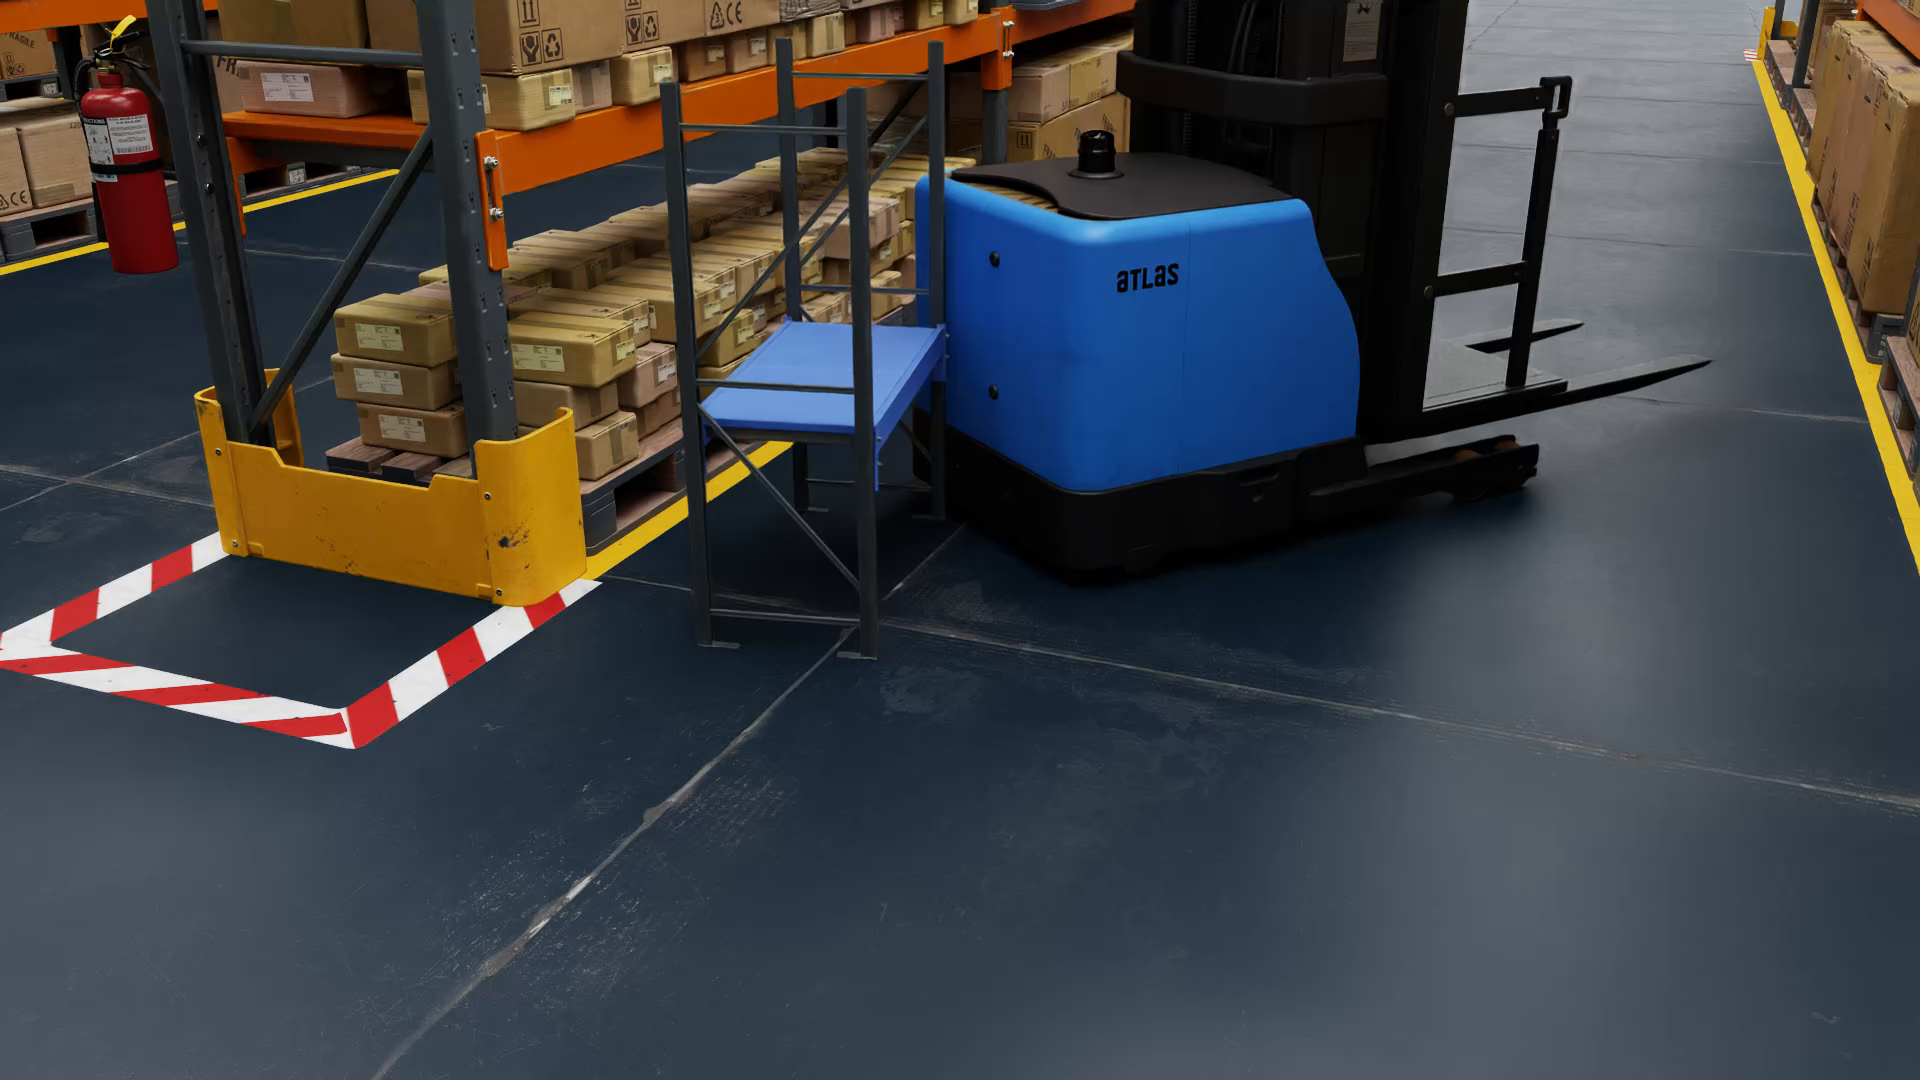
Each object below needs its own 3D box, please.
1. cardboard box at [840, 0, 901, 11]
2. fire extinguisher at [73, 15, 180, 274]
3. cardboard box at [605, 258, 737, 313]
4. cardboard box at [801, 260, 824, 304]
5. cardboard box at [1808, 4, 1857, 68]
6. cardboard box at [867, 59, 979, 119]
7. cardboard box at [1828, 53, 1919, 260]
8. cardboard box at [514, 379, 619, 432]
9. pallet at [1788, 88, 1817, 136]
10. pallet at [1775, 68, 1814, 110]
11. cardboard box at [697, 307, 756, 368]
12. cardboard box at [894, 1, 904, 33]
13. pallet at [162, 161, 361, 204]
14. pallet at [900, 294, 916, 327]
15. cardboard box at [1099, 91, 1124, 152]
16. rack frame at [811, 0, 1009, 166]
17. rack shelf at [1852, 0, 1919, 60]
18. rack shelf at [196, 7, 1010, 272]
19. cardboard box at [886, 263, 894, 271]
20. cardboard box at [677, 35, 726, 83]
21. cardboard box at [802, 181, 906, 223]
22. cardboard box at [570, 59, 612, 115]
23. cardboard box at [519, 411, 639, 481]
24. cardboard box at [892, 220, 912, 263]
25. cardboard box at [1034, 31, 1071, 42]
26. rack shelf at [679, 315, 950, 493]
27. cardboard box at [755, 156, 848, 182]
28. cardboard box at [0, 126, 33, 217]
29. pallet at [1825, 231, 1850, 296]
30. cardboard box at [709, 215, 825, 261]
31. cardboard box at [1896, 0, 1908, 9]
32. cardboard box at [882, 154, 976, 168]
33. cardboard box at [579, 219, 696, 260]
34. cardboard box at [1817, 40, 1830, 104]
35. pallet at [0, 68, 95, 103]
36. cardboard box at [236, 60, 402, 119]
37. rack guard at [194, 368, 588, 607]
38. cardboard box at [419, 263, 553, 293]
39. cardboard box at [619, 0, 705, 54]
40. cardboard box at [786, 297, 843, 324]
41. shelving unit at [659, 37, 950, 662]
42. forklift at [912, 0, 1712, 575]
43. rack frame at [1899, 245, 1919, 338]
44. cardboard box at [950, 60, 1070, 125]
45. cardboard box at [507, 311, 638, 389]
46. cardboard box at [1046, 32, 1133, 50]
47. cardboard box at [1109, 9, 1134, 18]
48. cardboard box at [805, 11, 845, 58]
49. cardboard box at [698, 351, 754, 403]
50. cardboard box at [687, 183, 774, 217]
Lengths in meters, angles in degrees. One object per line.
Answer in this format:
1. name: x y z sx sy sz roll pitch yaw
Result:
1. cardboard box: -0.554 -2.338 6.440 0.500 0.500 0.500 9 24 20
2. fire extinguisher: -2.264 -1.068 4.500 0.296 0.674 0.183 9 24 20
3. cardboard box: -1.014 -0.880 5.848 0.380 0.149 0.250 8 24 17
4. cardboard box: -0.768 -1.040 6.616 0.380 0.149 0.250 10 25 23
5. cardboard box: 7.832 -4.466 14.747 0.500 0.500 0.500 7 24 15
6. cardboard box: -0.215 -2.421 8.879 0.500 0.250 0.500 8 24 19
7. cardboard box: 4.861 -1.751 7.761 1.225 0.875 0.875 8 24 18
8. cardboard box: -1.309 -0.467 5.243 0.380 0.149 0.250 10 25 22
9. pallet: 6.995 -3.283 12.835 1.003 0.211 1.213 9 24 20
10. pallet: 7.499 -3.807 14.090 1.003 0.211 1.213 9 24 20
11. cardboard box: -0.950 -0.733 5.881 0.380 0.149 0.250 10 25 22
12. cardboard box: -0.454 -2.203 6.958 0.380 0.149 0.250 8 24 19
13. pallet: -4.673 -2.404 10.733 1.003 0.211 1.213 9 24 20
14. pallet: -0.473 -1.200 7.848 1.003 0.211 1.213 9 24 20
15. cardboard box: 0.641 -2.378 9.748 0.500 0.500 0.500 9 24 21
16. rack frame: -0.256 -2.732 7.898 1.000 3.000 0.127 9 24 20
17. rack shelf: 5.054 -2.369 7.964 1.077 0.370 4.000 9 24 20
18. rack shelf: -0.999 -1.684 6.323 1.077 0.370 4.000 9 24 20
19. cardboard box: -0.509 -1.159 7.287 0.380 0.149 0.250 8 24 19
20. cardboard box: -1.019 -1.645 5.622 0.380 0.149 0.250 9 24 20
21. cardboard box: -0.460 -1.451 7.214 0.380 0.149 0.250 10 25 22
22. cardboard box: -1.261 -1.350 4.917 0.380 0.149 0.250 10 25 22
23. cardboard box: -1.250 -0.320 5.279 0.380 0.149 0.250 9 24 21
24. cardboard box: -0.435 -1.316 7.278 0.380 0.149 0.250 9 24 21
25. cardboard box: 0.364 -2.981 10.220 0.500 0.250 0.500 9 24 20
26. rack shelf: -0.382 -0.414 4.761 0.538 0.185 1.000 4 23 9
27. cardboard box: -0.734 -1.701 7.812 0.380 0.149 0.250 10 25 23
28. cardboard box: -5.555 -1.886 8.653 0.875 0.438 0.875 8 24 18
29. pallet: 4.979 -1.424 8.385 1.003 0.211 1.213 9 24 20
30. cardboard box: -0.757 -1.169 6.540 0.380 0.149 0.250 9 24 20
31. cardboard box: 4.800 -2.781 7.886 0.500 0.500 0.500 9 24 20
32. cardboard box: -0.147 -1.720 7.858 0.380 0.149 0.250 9 24 22
33. cardboard box: -1.252 -1.138 6.464 0.380 0.149 0.250 8 24 18
34. cardboard box: 6.633 -3.313 11.962 0.700 0.500 0.500 7 24 15
35. pallet: -8.326 -3.996 14.544 1.003 0.211 1.213 9 24 20
36. cardboard box: -1.884 -1.342 4.896 0.380 0.149 0.250 9 24 20
37. rack guard: -1.714 -0.174 5.018 1.175 0.500 0.348 9 24 20
38. cardboard box: -1.656 -0.871 5.827 0.380 0.149 0.250 8 24 19
39. cardboard box: -1.144 -1.800 5.152 0.500 0.500 0.500 9 24 20
40. cardboard box: -0.688 -0.876 6.609 0.380 0.149 0.250 9 24 20
41. shelving unit: -0.382 -0.580 4.692 0.538 1.500 1.048 4 23 9
42. forklift: 1.376 -1.649 5.394 3.031 2.935 1.130 -13 26 -28
43. rack frame: 4.311 -1.985 6.112 1.000 3.000 0.127 9 24 20
44. cardboard box: 0.263 -2.345 8.697 0.500 0.250 0.500 8 24 18
45. cardboard box: -1.232 -0.592 5.158 0.380 0.149 0.250 8 24 18
46. cardboard box: 0.838 -2.905 10.039 0.500 0.250 0.500 9 24 21
47. cardboard box: 1.539 -3.524 12.169 1.050 0.750 0.750 8 24 19
48. cardboard box: -0.659 -1.910 6.258 0.380 0.149 0.250 9 24 21
49. cardboard box: -0.947 -0.591 5.928 0.380 0.149 0.250 9 24 21
50. cardboard box: -1.028 -1.427 7.157 0.380 0.149 0.250 9 24 21
